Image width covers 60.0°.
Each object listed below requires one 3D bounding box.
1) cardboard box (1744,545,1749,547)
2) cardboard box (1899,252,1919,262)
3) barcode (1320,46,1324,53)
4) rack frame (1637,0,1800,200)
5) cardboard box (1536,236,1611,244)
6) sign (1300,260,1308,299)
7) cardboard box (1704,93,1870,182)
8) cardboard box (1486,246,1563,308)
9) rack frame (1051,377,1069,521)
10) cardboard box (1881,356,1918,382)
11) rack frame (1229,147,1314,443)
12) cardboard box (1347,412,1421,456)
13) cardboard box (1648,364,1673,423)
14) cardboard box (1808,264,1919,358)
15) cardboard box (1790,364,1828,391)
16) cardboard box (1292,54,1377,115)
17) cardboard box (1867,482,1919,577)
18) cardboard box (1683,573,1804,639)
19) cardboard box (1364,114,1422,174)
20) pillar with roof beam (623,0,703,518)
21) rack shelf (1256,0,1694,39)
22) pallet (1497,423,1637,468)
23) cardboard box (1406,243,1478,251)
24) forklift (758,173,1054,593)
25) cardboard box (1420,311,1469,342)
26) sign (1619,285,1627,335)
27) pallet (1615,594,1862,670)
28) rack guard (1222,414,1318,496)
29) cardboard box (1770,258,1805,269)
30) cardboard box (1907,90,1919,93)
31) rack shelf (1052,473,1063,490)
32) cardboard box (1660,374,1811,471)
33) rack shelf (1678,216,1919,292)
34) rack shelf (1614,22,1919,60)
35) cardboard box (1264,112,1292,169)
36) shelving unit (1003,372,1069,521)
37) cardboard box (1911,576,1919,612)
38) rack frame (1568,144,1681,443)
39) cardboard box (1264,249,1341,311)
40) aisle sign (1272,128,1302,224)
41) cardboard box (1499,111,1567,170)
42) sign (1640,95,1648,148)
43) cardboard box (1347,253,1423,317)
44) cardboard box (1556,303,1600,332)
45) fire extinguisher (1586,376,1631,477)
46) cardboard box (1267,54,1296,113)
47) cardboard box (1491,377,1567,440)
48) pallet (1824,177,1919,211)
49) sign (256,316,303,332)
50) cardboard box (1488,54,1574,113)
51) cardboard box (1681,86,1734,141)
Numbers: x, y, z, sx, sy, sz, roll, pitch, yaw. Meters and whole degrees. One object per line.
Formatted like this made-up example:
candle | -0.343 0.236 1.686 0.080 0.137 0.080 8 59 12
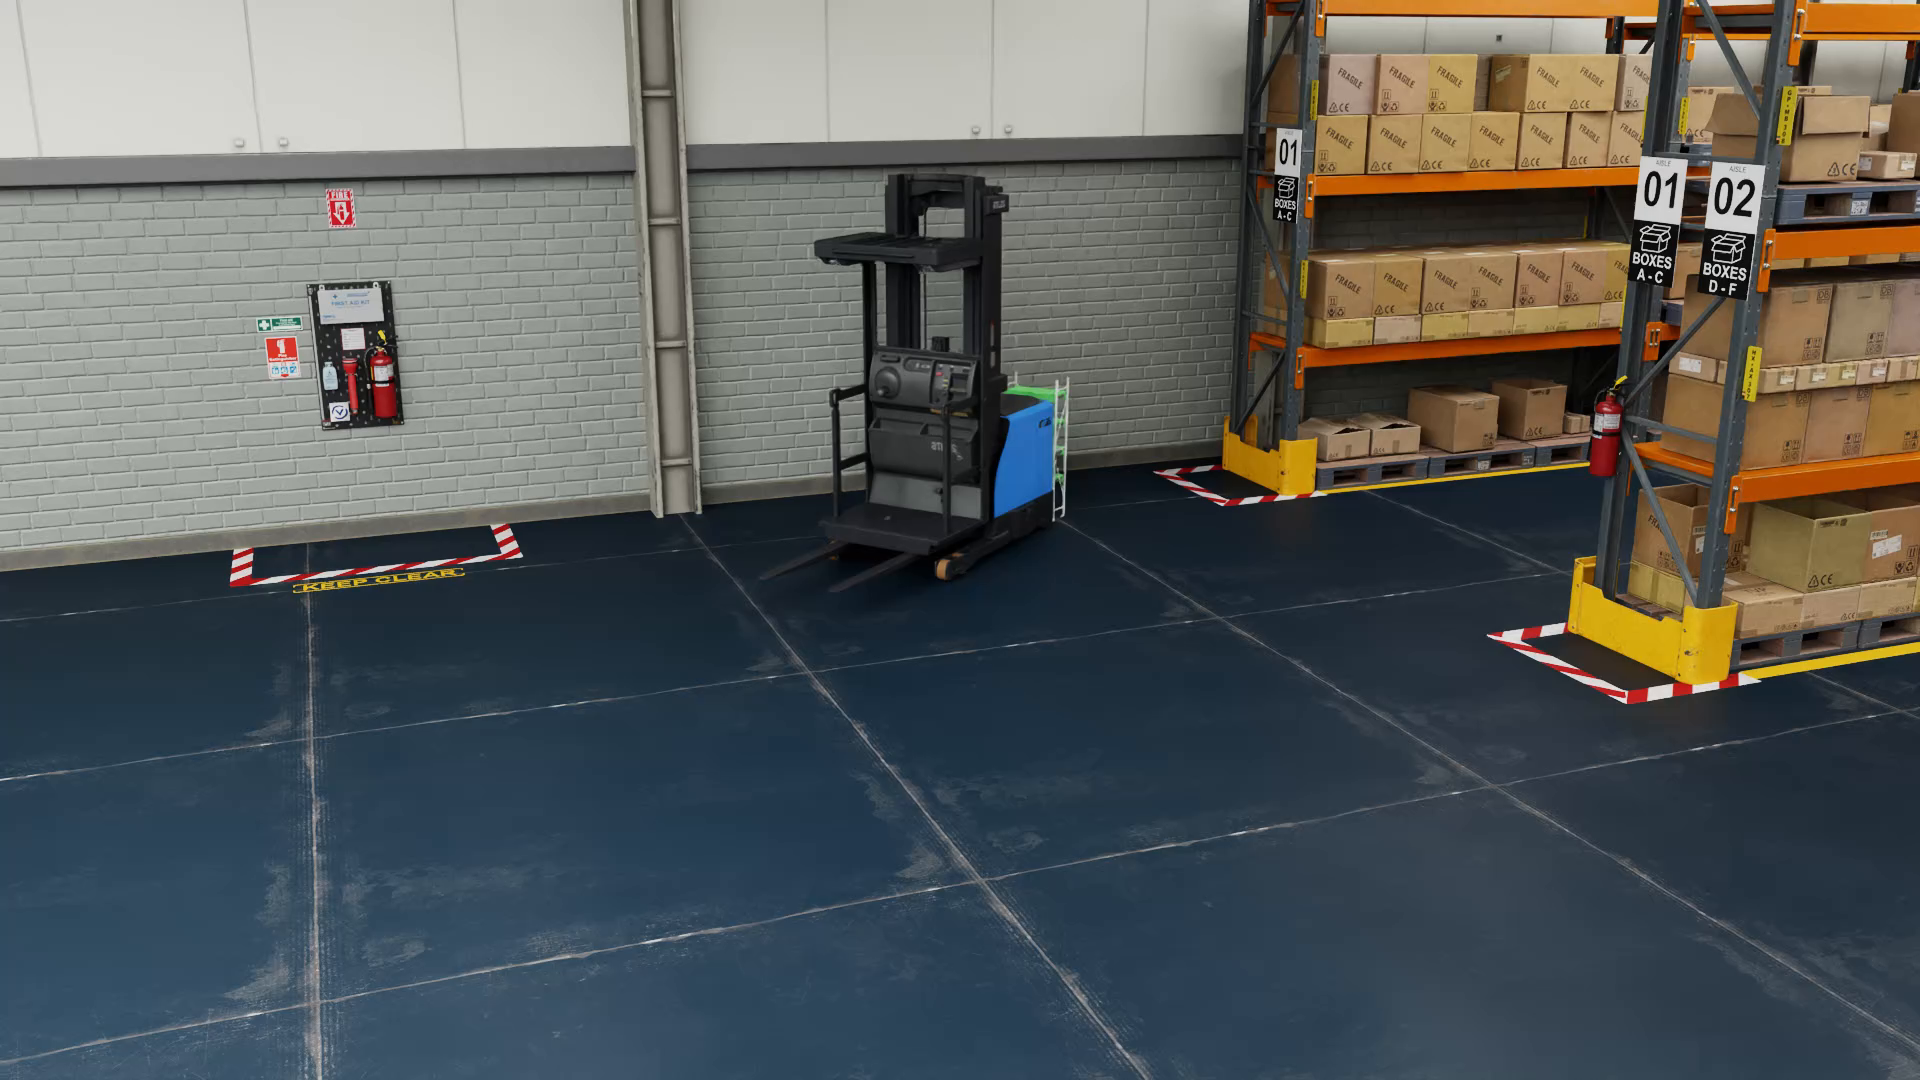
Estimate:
cardboard box | 5.894 0.188 11.768 0.500 0.250 0.500 -6 17 -20
cardboard box | 9.829 -3.012 17.572 0.500 0.500 0.700 -8 18 -27
barcode | 3.278 -4.454 15.102 0.075 0.075 0.001 -6 17 -20
rack frame | 4.570 -3.572 9.790 0.127 3.000 1.000 -6 17 -20
cardboard box | 6.015 -2.704 16.384 0.500 0.500 0.500 -7 18 -21
sign | 2.988 -2.269 14.464 0.005 0.325 0.100 -6 17 -20
cardboard box | 5.108 -2.507 10.312 0.637 0.503 0.797 -5 17 -16
cardboard box | 5.260 -2.468 15.579 0.500 0.500 0.500 -7 18 -22
rack frame | 0.847 -0.768 14.066 0.015 1.200 0.240 9 16 27
cardboard box | 5.977 -1.140 10.827 0.250 0.149 0.380 -7 18 -22
rack frame | 2.794 -1.996 15.072 0.127 3.000 1.000 -6 17 -20
cardboard box | 4.004 -1.021 15.741 0.500 0.311 0.500 -5 17 -15
cardboard box | 7.210 -1.490 17.003 0.500 0.500 0.700 -6 17 -18
cardboard box | 6.019 -1.518 10.964 0.500 0.500 0.700 -6 17 -20
cardboard box | 5.259 -1.063 10.564 0.250 0.149 0.380 -7 18 -22
cardboard box | 3.240 -3.948 14.406 0.500 0.500 0.500 -8 18 -24
cardboard box | 6.552 -0.081 11.355 0.500 0.500 0.500 -6 17 -20
cardboard box | 5.150 0.429 10.948 0.500 0.250 0.500 -6 17 -20
cardboard box | 3.710 -3.506 14.676 0.500 0.500 0.500 -5 17 -16
pillar with roof beam | -0.925 -3.435 9.325 0.400 9.000 9.100 -6 17 -20
rack shelf | 4.661 -4.729 15.015 4.000 0.370 1.077 -6 17 -20
pallet | 5.914 -0.984 16.576 1.213 0.211 1.003 -6 17 -20
cardboard box | 4.583 -2.549 15.855 0.500 0.500 0.500 -6 17 -19
forklift | -0.392 -1.244 12.632 1.130 2.935 3.031 9 19 29
cardboard box | 4.321 -2.005 15.334 0.500 0.250 0.500 -6 18 -21
sign | 4.388 -1.507 10.929 0.005 0.325 0.100 -6 17 -20
pallet | 5.269 0.557 11.328 1.213 0.211 1.003 -6 17 -20
rack guard | 2.865 -0.804 15.450 0.348 0.500 1.175 -6 17 -20
cardboard box | 8.144 -2.830 16.953 0.500 0.500 0.700 -4 17 -12
cardboard box | 6.722 -2.721 11.040 0.637 0.503 0.797 -4 17 -14
rack shelf | 0.628 -0.507 14.254 0.480 0.148 0.258 9 16 27
cardboard box | 5.010 -0.785 10.770 0.500 0.500 0.700 -6 17 -20
rack shelf | 6.437 -1.989 11.000 4.000 0.370 1.077 -6 17 -20
rack shelf | 8.396 -4.942 16.444 4.000 0.370 1.077 -6 17 -20
cardboard box | 3.093 -3.602 15.003 0.500 0.500 0.500 -5 17 -16
shelving unit | 0.633 -0.801 14.178 0.503 1.200 0.258 9 16 27
cardboard box | 6.551 0.278 11.462 0.500 0.250 0.500 -6 17 -20
rack frame | 6.529 -2.399 16.445 0.127 3.000 1.000 -6 17 -20
cardboard box | 3.158 -2.397 15.337 0.500 0.500 0.500 -6 18 -21
aisle sign | 2.834 -3.157 14.412 0.004 0.787 0.394 -6 17 -20
cardboard box | 5.165 -3.667 15.224 0.500 0.500 0.500 -7 18 -22
sign | 4.388 -2.663 10.590 0.005 0.325 0.100 -6 17 -20
cardboard box | 3.812 -2.310 15.040 0.500 0.500 0.500 -6 17 -20
cardboard box | 5.727 -2.161 15.866 0.500 0.250 0.500 -6 17 -20
fire extinguisher | 4.293 -0.766 11.021 0.183 0.674 0.296 -6 17 -20
cardboard box | 3.103 -4.085 14.874 0.500 0.500 0.500 -5 17 -18
cardboard box | 5.574 -1.296 16.343 0.500 0.500 0.500 -8 18 -24
pallet | 6.380 -2.278 10.867 1.213 0.211 1.003 -6 17 -20
sign | -5.332 -1.691 13.030 0.331 0.109 0.001 -6 17 -20
cardboard box | 5.166 -4.141 15.064 0.500 0.500 0.500 -7 18 -22
cardboard box | 7.068 -4.122 16.065 0.500 0.500 0.500 -4 17 -12
